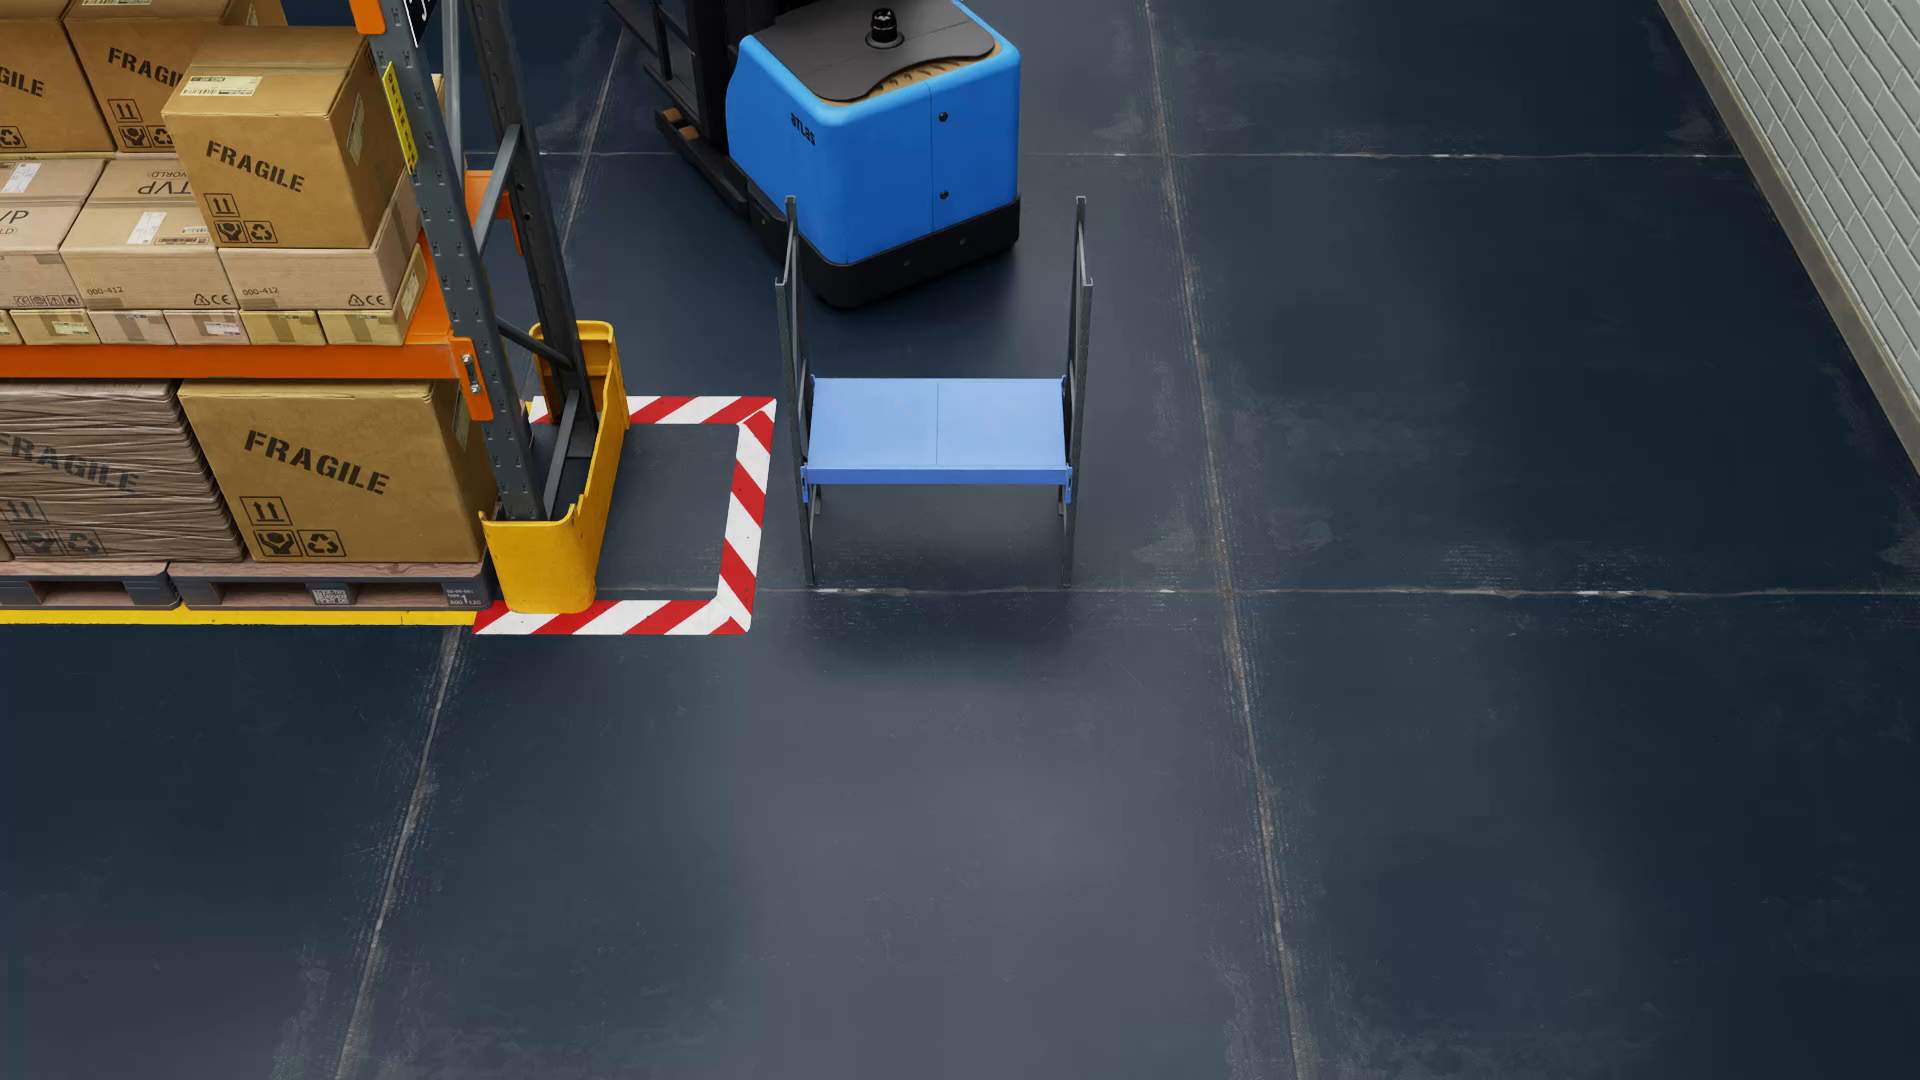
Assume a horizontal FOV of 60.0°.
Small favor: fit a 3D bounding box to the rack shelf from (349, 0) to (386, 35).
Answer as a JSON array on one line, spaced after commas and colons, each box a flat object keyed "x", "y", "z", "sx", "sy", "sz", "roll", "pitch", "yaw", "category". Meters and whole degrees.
[{"x": -3.632, "y": -1.946, "z": 4.955, "sx": 4.000, "sy": 0.370, "sz": 1.077, "roll": 0, "pitch": 47, "yaw": 0, "category": "rack shelf"}]

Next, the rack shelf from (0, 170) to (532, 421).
[{"x": -3.632, "y": -0.924, "z": 6.053, "sx": 4.000, "sy": 0.370, "sz": 1.077, "roll": 0, "pitch": 47, "yaw": 0, "category": "rack shelf"}]

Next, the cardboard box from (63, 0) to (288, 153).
[{"x": -2.611, "y": -1.670, "z": 5.642, "sx": 0.500, "sy": 0.500, "sz": 0.500, "roll": -1, "pitch": 47, "yaw": -1, "category": "cardboard box"}]

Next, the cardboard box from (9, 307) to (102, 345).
[{"x": -3.011, "y": -0.840, "z": 5.654, "sx": 0.250, "sy": 0.149, "sz": 0.380, "roll": -1, "pitch": 47, "yaw": -1, "category": "cardboard box"}]

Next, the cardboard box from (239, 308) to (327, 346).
[{"x": -2.249, "y": -0.838, "z": 5.652, "sx": 0.250, "sy": 0.149, "sz": 0.380, "roll": 1, "pitch": 47, "yaw": 1, "category": "cardboard box"}]

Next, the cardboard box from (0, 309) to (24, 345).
[{"x": -3.270, "y": -0.840, "z": 5.655, "sx": 0.250, "sy": 0.149, "sz": 0.380, "roll": 0, "pitch": 47, "yaw": 0, "category": "cardboard box"}]

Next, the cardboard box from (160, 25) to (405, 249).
[{"x": -2.120, "y": -1.279, "z": 5.278, "sx": 0.500, "sy": 0.500, "sz": 0.500, "roll": 1, "pitch": 47, "yaw": 1, "category": "cardboard box"}]

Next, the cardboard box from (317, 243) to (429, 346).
[{"x": -1.989, "y": -0.838, "z": 5.653, "sx": 0.250, "sy": 0.149, "sz": 0.380, "roll": 1, "pitch": 47, "yaw": 1, "category": "cardboard box"}]

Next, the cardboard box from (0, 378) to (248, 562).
[{"x": -3.182, "y": -0.529, "z": 6.358, "sx": 0.875, "sy": 0.875, "sz": 0.875, "roll": 0, "pitch": 47, "yaw": 0, "category": "cardboard box"}]

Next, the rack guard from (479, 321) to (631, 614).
[{"x": -1.608, "y": -0.312, "z": 6.699, "sx": 0.348, "sy": 0.500, "sz": 1.175, "roll": 0, "pitch": 47, "yaw": 0, "category": "rack guard"}]

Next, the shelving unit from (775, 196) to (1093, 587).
[{"x": -0.085, "y": -0.511, "z": 6.201, "sx": 1.048, "sy": 1.500, "sz": 0.538, "roll": 0, "pitch": 47, "yaw": 0, "category": "shelving unit"}]

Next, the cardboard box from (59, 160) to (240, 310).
[{"x": -2.625, "y": -1.023, "z": 5.552, "sx": 0.500, "sy": 0.250, "sz": 0.500, "roll": -1, "pitch": 47, "yaw": -1, "category": "cardboard box"}]

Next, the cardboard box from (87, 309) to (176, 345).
[{"x": -2.751, "y": -0.841, "z": 5.655, "sx": 0.250, "sy": 0.149, "sz": 0.380, "roll": 1, "pitch": 47, "yaw": 1, "category": "cardboard box"}]

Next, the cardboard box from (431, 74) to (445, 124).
[{"x": -2.111, "y": -1.413, "z": 5.915, "sx": 0.500, "sy": 0.250, "sz": 0.500, "roll": -1, "pitch": 47, "yaw": -1, "category": "cardboard box"}]

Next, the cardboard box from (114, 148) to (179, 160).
[{"x": -2.631, "y": -1.410, "z": 5.912, "sx": 0.500, "sy": 0.250, "sz": 0.500, "roll": 0, "pitch": 47, "yaw": 0, "category": "cardboard box"}]

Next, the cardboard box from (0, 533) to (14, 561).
[{"x": -4.072, "y": -0.531, "z": 6.360, "sx": 0.875, "sy": 0.875, "sz": 0.875, "roll": 0, "pitch": 47, "yaw": 0, "category": "cardboard box"}]

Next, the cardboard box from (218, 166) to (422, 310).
[{"x": -2.118, "y": -1.021, "z": 5.551, "sx": 0.500, "sy": 0.250, "sz": 0.500, "roll": -1, "pitch": 47, "yaw": 0, "category": "cardboard box"}]

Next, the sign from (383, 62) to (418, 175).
[{"x": -1.648, "y": -1.242, "z": 4.904, "sx": 0.005, "sy": 0.325, "sz": 0.100, "roll": 0, "pitch": 47, "yaw": 0, "category": "sign"}]

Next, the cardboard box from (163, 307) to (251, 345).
[{"x": -2.502, "y": -0.839, "z": 5.654, "sx": 0.250, "sy": 0.149, "sz": 0.380, "roll": 0, "pitch": 47, "yaw": 0, "category": "cardboard box"}]

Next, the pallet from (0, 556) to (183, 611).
[{"x": -3.649, "y": -0.164, "z": 6.759, "sx": 1.213, "sy": 0.211, "sz": 1.003, "roll": 0, "pitch": 47, "yaw": 0, "category": "pallet"}]

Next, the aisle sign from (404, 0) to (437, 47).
[{"x": -1.561, "y": -1.830, "z": 4.628, "sx": 0.004, "sy": 0.787, "sz": 0.394, "roll": 0, "pitch": 47, "yaw": 0, "category": "aisle sign"}]

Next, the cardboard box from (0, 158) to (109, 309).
[{"x": -3.134, "y": -1.024, "z": 5.553, "sx": 0.500, "sy": 0.250, "sz": 0.500, "roll": -1, "pitch": 47, "yaw": -1, "category": "cardboard box"}]

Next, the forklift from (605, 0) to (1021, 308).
[{"x": -0.926, "y": -3.130, "z": 7.661, "sx": 1.130, "sy": 2.935, "sz": 3.031, "roll": -25, "pitch": 52, "yaw": -21, "category": "forklift"}]

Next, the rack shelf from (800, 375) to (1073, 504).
[{"x": -0.085, "y": -0.389, "z": 6.333, "sx": 1.000, "sy": 0.185, "sz": 0.538, "roll": 0, "pitch": 47, "yaw": 0, "category": "rack shelf"}]

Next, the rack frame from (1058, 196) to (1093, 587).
[{"x": 0.423, "y": -0.510, "z": 6.200, "sx": 0.032, "sy": 1.500, "sz": 0.500, "roll": 0, "pitch": 47, "yaw": 0, "category": "rack frame"}]

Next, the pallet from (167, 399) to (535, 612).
[{"x": -2.432, "y": -0.159, "z": 6.754, "sx": 1.213, "sy": 0.211, "sz": 1.003, "roll": 0, "pitch": 47, "yaw": 0, "category": "pallet"}]

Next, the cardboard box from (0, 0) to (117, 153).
[{"x": -3.129, "y": -1.667, "z": 5.639, "sx": 0.500, "sy": 0.500, "sz": 0.500, "roll": -1, "pitch": 47, "yaw": -1, "category": "cardboard box"}]

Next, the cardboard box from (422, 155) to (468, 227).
[{"x": -1.986, "y": -1.321, "z": 6.102, "sx": 0.250, "sy": 0.149, "sz": 0.380, "roll": 1, "pitch": 47, "yaw": 1, "category": "cardboard box"}]

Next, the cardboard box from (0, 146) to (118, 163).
[{"x": -3.133, "y": -1.414, "z": 5.916, "sx": 0.500, "sy": 0.250, "sz": 0.500, "roll": -1, "pitch": 47, "yaw": -1, "category": "cardboard box"}]

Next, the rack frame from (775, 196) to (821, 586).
[{"x": -0.594, "y": -0.513, "z": 6.203, "sx": 0.032, "sy": 1.500, "sz": 0.500, "roll": 0, "pitch": 47, "yaw": 0, "category": "rack frame"}]

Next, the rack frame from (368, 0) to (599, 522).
[{"x": -1.632, "y": -1.164, "z": 5.784, "sx": 0.127, "sy": 3.000, "sz": 1.000, "roll": 0, "pitch": 47, "yaw": 0, "category": "rack frame"}]

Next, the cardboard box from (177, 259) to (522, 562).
[{"x": -2.272, "y": -0.526, "z": 6.355, "sx": 0.875, "sy": 0.875, "sz": 0.875, "roll": 0, "pitch": 47, "yaw": 0, "category": "cardboard box"}]
